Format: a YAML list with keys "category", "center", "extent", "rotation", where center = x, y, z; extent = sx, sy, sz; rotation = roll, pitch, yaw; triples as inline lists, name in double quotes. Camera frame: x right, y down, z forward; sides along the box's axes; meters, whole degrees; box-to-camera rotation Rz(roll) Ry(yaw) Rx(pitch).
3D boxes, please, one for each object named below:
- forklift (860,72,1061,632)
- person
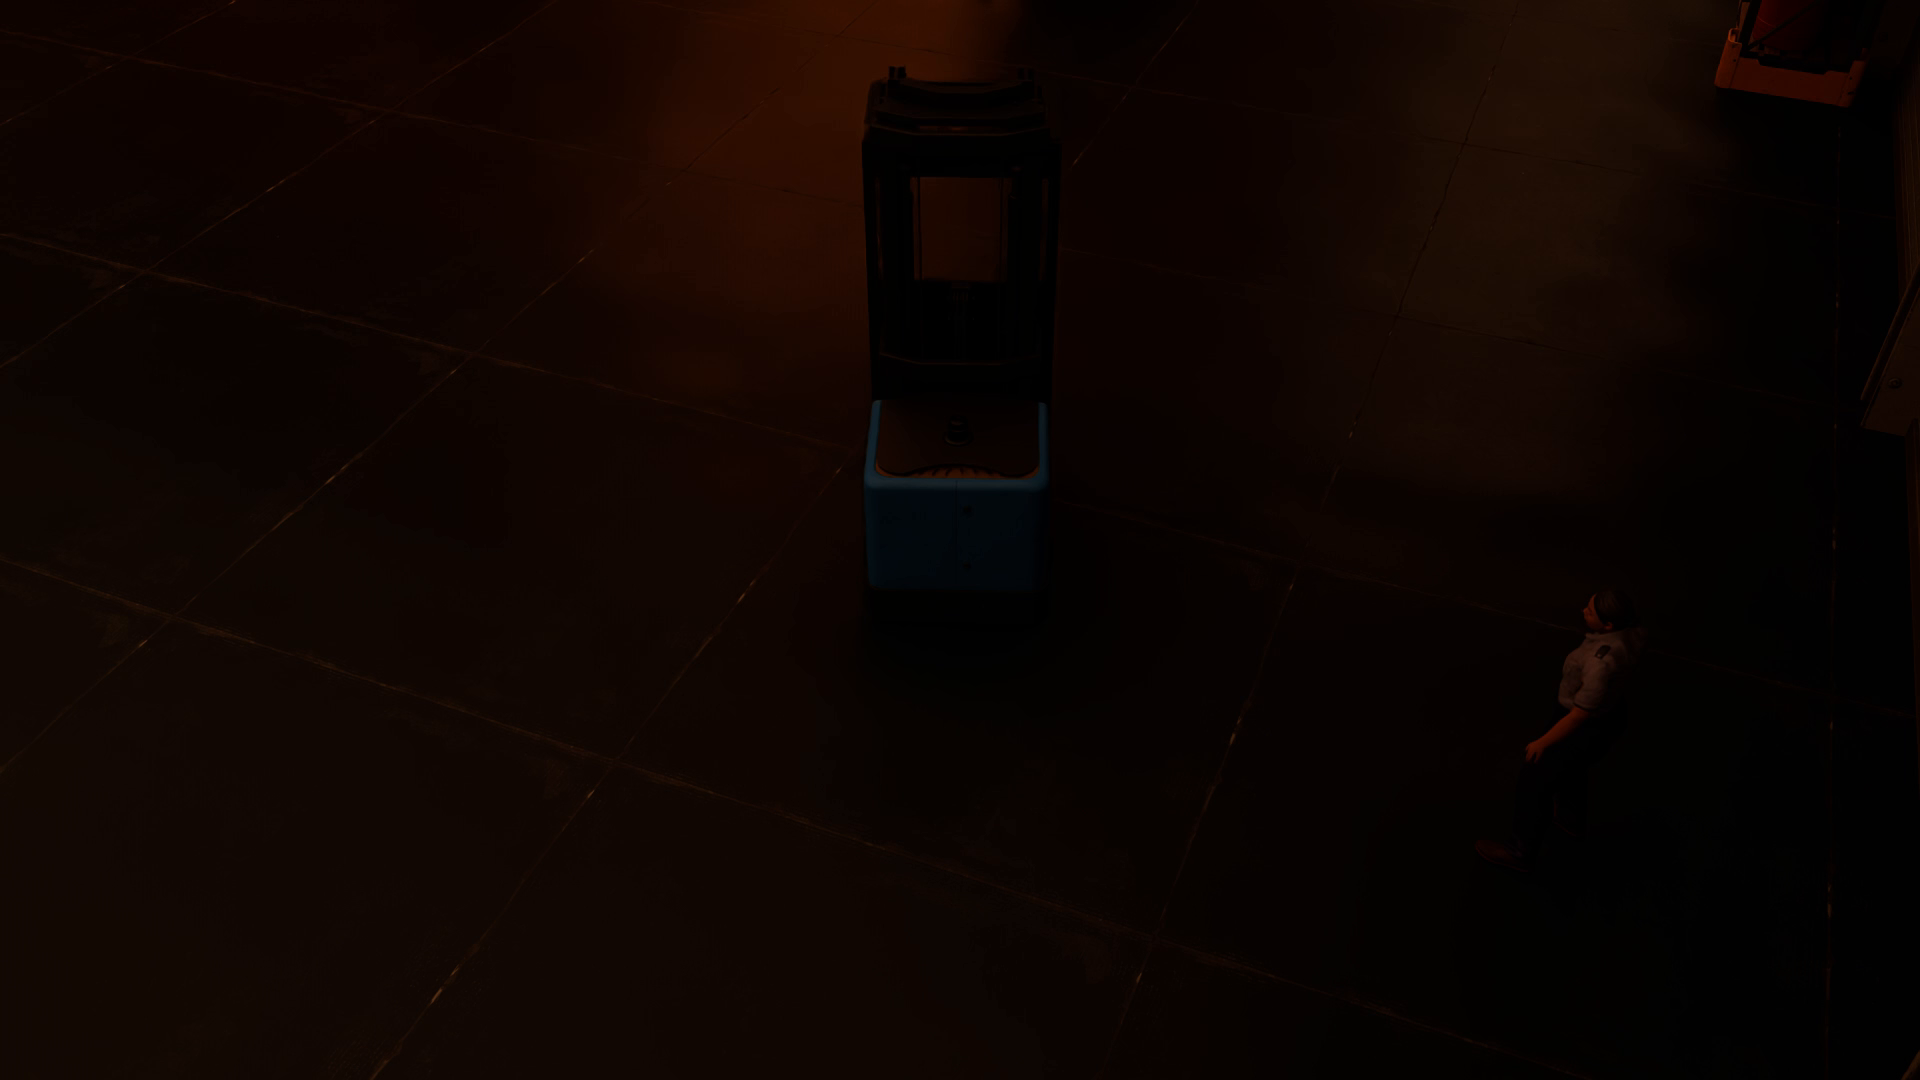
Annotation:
- category: "forklift"
  center: [0.002, -1.515, 9.816]
  extent: [1.130, 2.935, 3.031]
  rotation: [0, 40, 0]
- category: "person"
  center: [2.944, 0.813, 8.024]
  extent: [0.502, 1.650, 0.599]
  rotation: [30, 49, 31]
